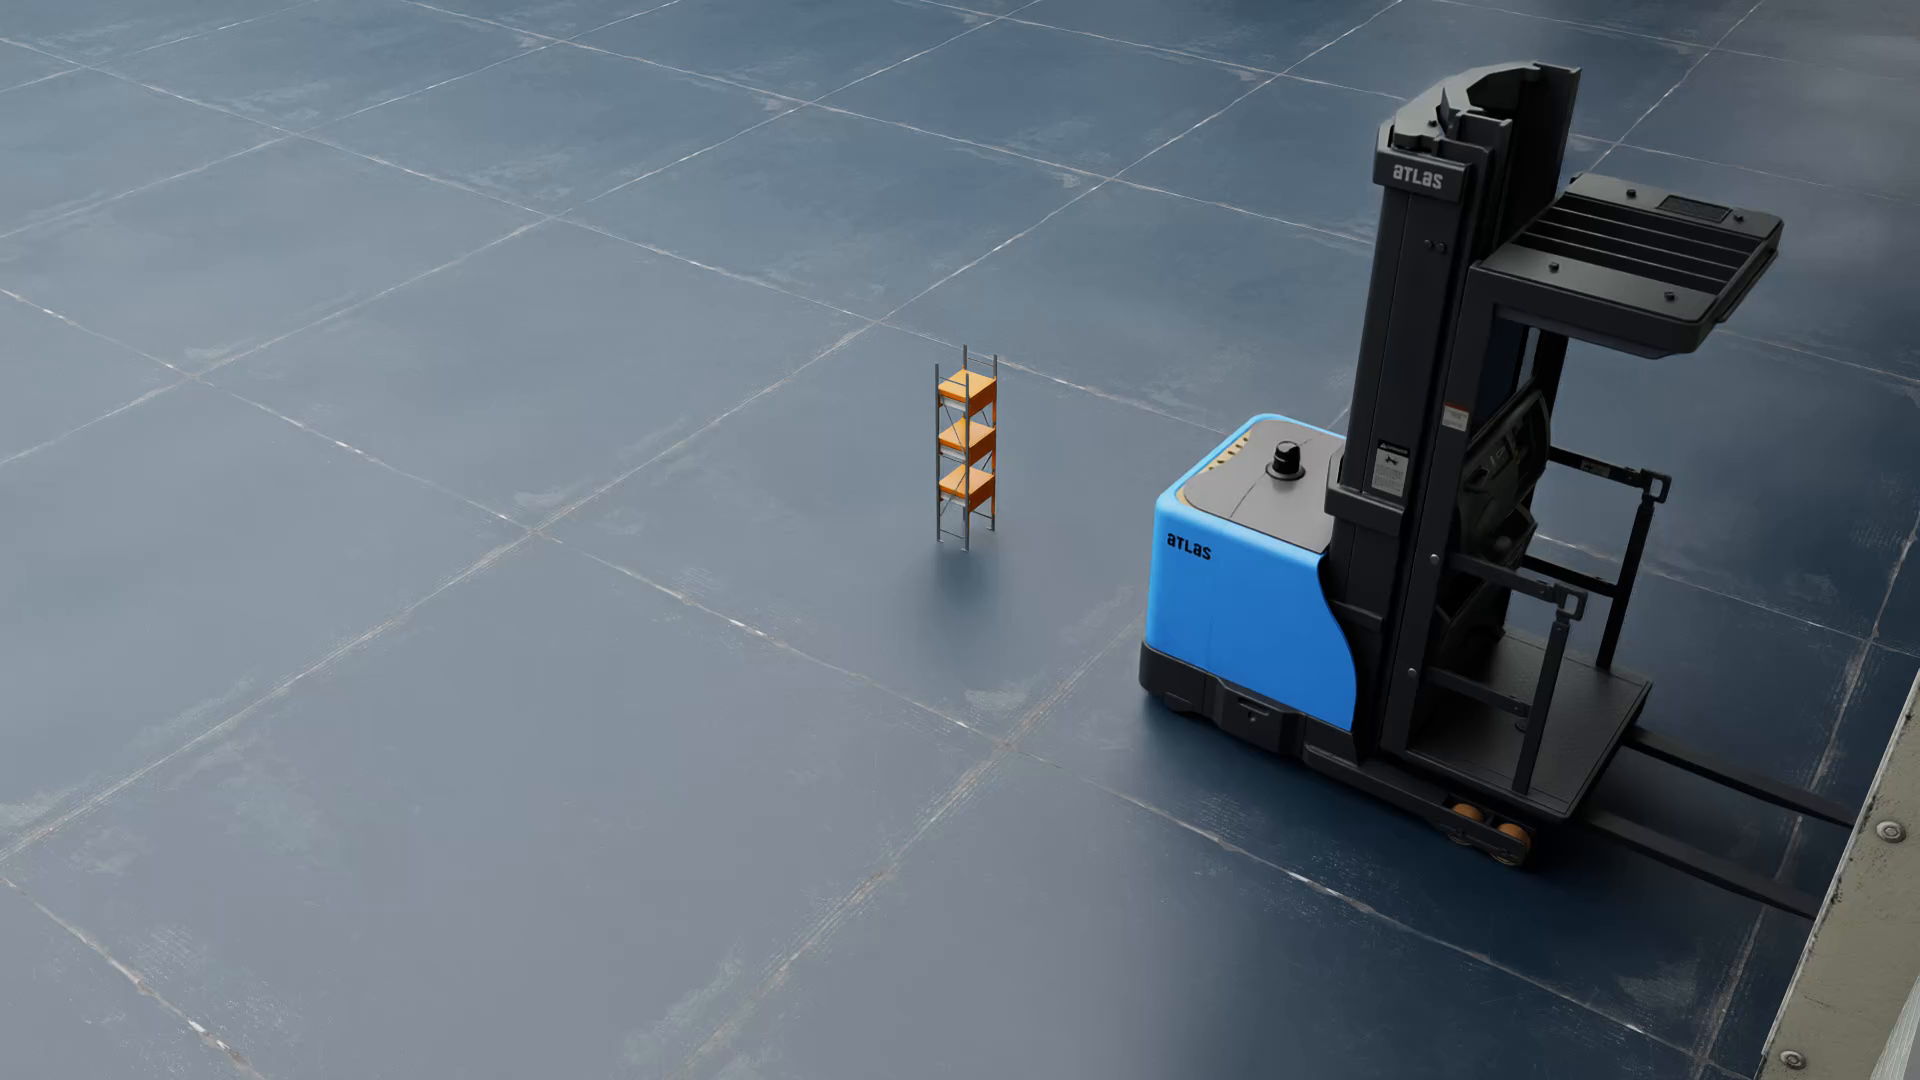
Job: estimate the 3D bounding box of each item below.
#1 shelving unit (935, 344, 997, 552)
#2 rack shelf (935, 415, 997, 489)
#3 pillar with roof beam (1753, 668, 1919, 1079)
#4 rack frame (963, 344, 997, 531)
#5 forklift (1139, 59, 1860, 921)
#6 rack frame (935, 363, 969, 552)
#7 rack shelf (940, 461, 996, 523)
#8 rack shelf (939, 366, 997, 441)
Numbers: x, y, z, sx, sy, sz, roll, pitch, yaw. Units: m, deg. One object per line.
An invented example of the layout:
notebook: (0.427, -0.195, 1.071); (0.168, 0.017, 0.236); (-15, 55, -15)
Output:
shelving unit: (0.031, -0.460, 8.492); (0.215, 1.050, 0.252); (21, 39, 28)
rack shelf: (0.031, -0.451, 8.498); (0.215, 0.259, 0.240); (21, 39, 28)
pillar with roof beam: (-0.599, -3.131, 5.346); (9.100, 9.000, 0.400); (21, 39, 28)
rack frame: (0.100, -0.516, 8.575); (0.200, 1.050, 0.008); (21, 39, 28)
forklift: (2.311, -0.228, 6.470); (3.031, 2.935, 1.130); (22, 40, 29)
rack frame: (-0.039, -0.403, 8.409); (0.200, 1.050, 0.008); (21, 39, 28)
rack shelf: (0.031, -0.221, 8.654); (0.215, 0.259, 0.240); (21, 39, 28)
rack shelf: (0.031, -0.686, 8.339); (0.215, 0.259, 0.240); (21, 39, 28)
